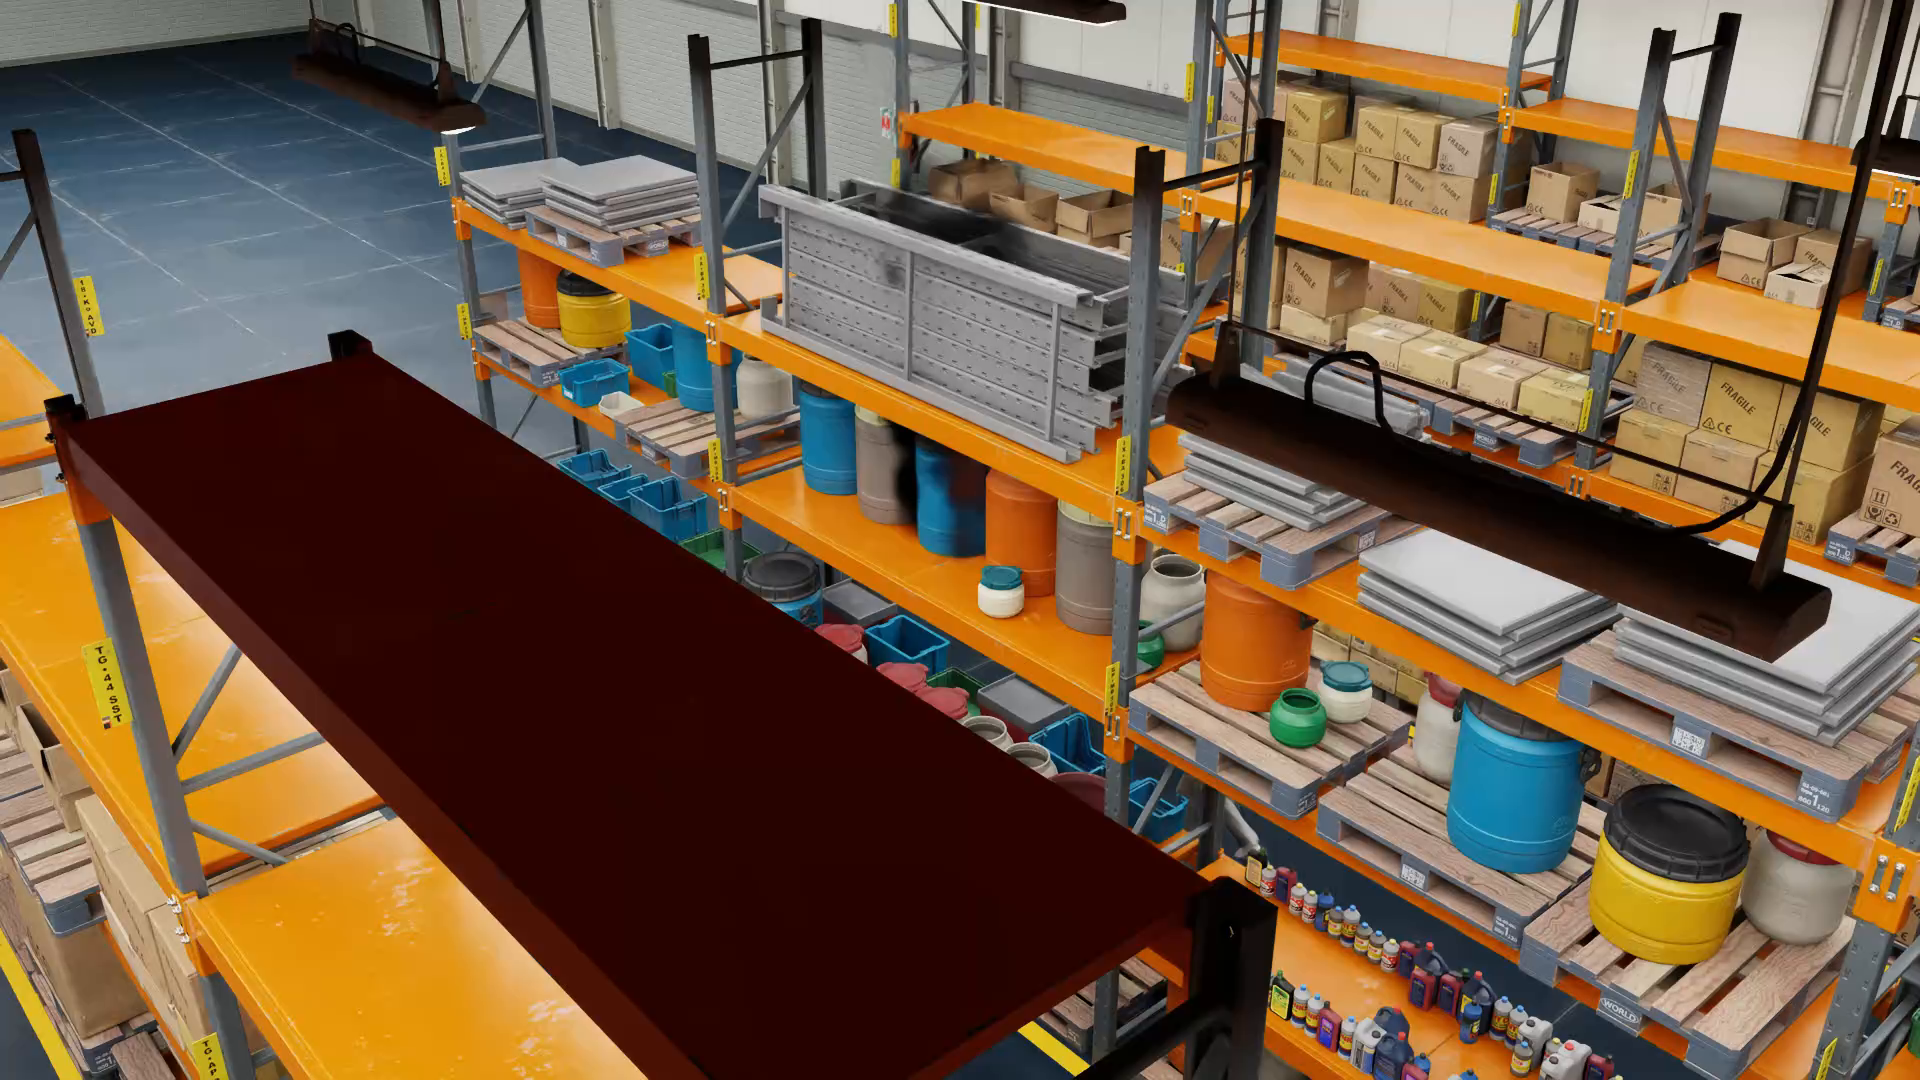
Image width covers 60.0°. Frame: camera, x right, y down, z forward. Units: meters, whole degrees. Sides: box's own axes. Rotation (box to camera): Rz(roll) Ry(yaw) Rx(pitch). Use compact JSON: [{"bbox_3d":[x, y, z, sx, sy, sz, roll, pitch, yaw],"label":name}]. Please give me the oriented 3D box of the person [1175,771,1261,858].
[{"bbox_3d":[1.906,1.694,12.425,0.580,1.669,0.937,-19,33,-33],"label":"person"}]
